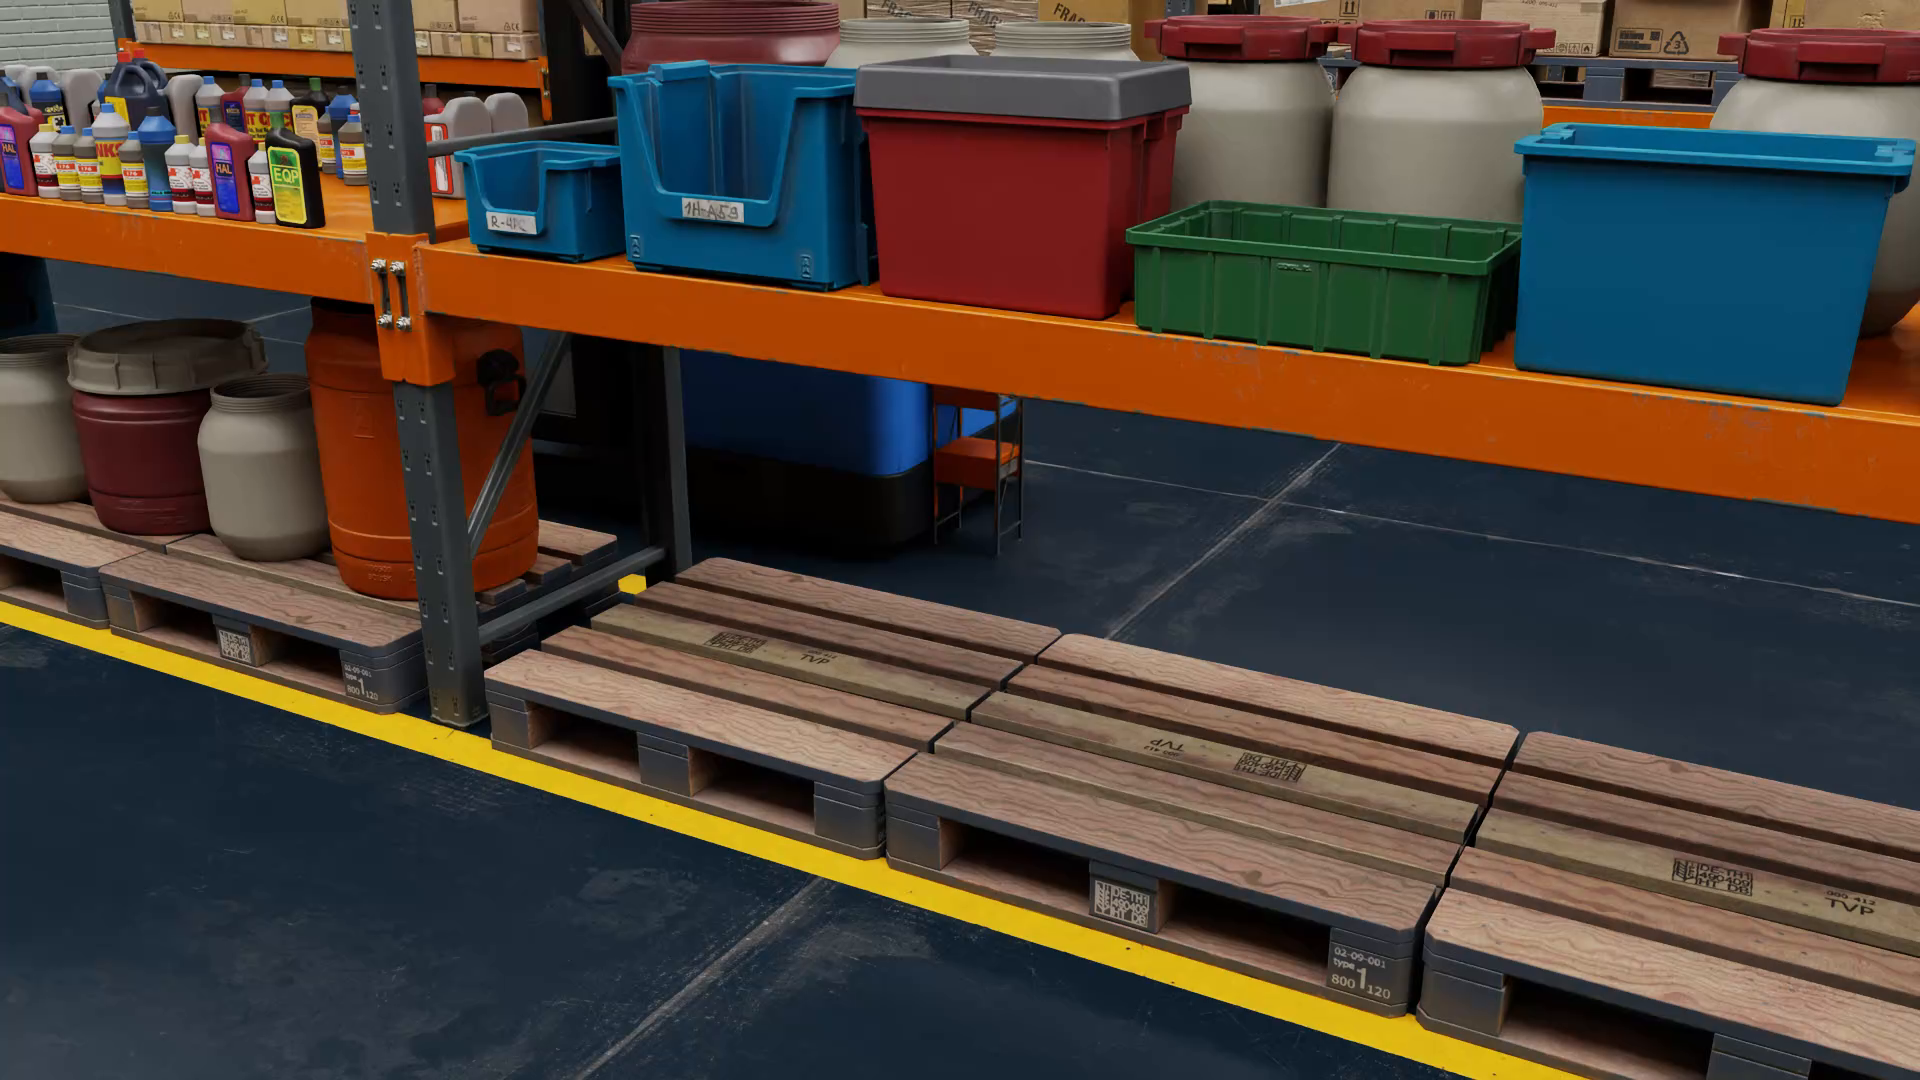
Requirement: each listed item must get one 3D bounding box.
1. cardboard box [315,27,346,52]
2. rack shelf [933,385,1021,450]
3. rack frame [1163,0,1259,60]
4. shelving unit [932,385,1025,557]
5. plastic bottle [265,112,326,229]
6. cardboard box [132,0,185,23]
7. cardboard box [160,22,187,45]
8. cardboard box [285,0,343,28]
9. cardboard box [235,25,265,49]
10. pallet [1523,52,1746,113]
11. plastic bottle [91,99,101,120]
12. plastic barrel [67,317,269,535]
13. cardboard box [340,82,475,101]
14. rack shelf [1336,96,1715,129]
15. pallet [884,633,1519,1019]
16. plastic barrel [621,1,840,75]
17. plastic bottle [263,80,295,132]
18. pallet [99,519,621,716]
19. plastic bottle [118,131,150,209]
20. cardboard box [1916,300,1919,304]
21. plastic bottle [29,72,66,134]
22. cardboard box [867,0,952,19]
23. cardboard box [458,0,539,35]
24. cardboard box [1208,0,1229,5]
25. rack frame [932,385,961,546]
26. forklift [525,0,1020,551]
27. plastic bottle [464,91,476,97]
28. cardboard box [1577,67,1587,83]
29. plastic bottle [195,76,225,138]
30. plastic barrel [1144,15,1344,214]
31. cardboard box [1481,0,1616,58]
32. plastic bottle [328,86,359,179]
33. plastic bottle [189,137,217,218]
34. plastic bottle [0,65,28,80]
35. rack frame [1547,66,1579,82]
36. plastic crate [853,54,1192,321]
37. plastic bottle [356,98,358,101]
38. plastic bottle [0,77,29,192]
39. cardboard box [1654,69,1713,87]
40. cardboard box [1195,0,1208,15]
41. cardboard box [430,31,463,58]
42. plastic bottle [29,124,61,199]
[{"bbox_3d":[-3.981,-3.287,10.897,0.250,0.149,0.380,11,23,28],"label":"cardboard box"},{"bbox_3d":[0.064,-0.474,5.664,0.240,0.259,0.215,10,22,26],"label":"rack shelf"},{"bbox_3d":[1.281,-2.531,8.443,0.127,3.000,1.000,11,23,27],"label":"rack frame"},{"bbox_3d":[0.064,-0.484,5.661,0.252,1.050,0.215,10,22,26],"label":"shelving unit"},{"bbox_3d":[-1.696,-0.942,4.233,0.133,0.283,0.061,11,23,27],"label":"plastic bottle"},{"bbox_3d":[-5.416,-3.770,11.643,0.500,0.250,0.500,10,22,26],"label":"cardboard box"},{"bbox_3d":[-5.330,-3.543,11.603,0.250,0.149,0.380,10,22,27],"label":"cardboard box"},{"bbox_3d":[-4.064,-3.516,10.942,0.500,0.250,0.500,10,22,26],"label":"cardboard box"},{"bbox_3d":[-4.657,-3.415,11.250,0.250,0.149,0.380,10,22,26],"label":"cardboard box"},{"bbox_3d":[3.029,-2.123,7.601,1.213,0.211,1.003,11,23,27],"label":"pallet"},{"bbox_3d":[-2.932,-1.442,5.733,0.097,0.201,0.097,0,20,0],"label":"plastic bottle"},{"bbox_3d":[-2.556,-0.384,5.445,0.708,0.588,0.600,11,23,27],"label":"plastic barrel"},{"bbox_3d":[-3.534,-2.678,11.348,0.875,0.875,0.875,11,23,27],"label":"cardboard box"},{"bbox_3d":[3.027,-1.860,7.648,4.000,0.370,1.077,11,23,27],"label":"rack shelf"},{"bbox_3d":[0.583,0.598,3.906,1.213,0.211,1.003,11,23,27],"label":"pallet"},{"bbox_3d":[-0.582,-1.133,4.390,0.708,0.536,0.600,11,23,27],"label":"plastic barrel"},{"bbox_3d":[-2.165,-1.329,5.318,0.097,0.271,0.097,0,20,0],"label":"plastic bottle"},{"bbox_3d":[-1.844,0.136,5.180,1.213,0.211,1.003,11,23,27],"label":"pallet"},{"bbox_3d":[-2.244,-1.015,4.555,0.097,0.201,0.097,0,20,0],"label":"plastic bottle"},{"bbox_3d":[4.247,-1.006,7.259,0.500,0.500,0.700,9,22,23],"label":"cardboard box"},{"bbox_3d":[-3.091,-1.446,5.641,0.097,0.271,0.097,0,20,0],"label":"plastic bottle"},{"bbox_3d":[-0.158,-2.756,8.917,0.500,0.500,0.500,10,22,26],"label":"cardboard box"},{"bbox_3d":[-2.725,-3.260,10.238,0.500,0.250,0.500,10,22,26],"label":"cardboard box"},{"bbox_3d":[2.016,-4.230,12.879,0.250,0.149,0.380,12,23,29],"label":"cardboard box"},{"bbox_3d":[-0.045,-0.504,5.714,0.008,1.050,0.200,10,22,26],"label":"rack frame"},{"bbox_3d":[-1.321,-1.679,6.194,3.031,2.935,1.130,10,22,26],"label":"forklift"},{"bbox_3d":[-1.443,-1.191,4.939,0.097,0.271,0.097,0,20,0],"label":"plastic bottle"},{"bbox_3d":[8.057,-5.988,21.023,0.500,0.500,0.500,12,23,29],"label":"cardboard box"},{"bbox_3d":[-2.451,-1.383,5.468,0.097,0.271,0.097,0,20,0],"label":"plastic bottle"},{"bbox_3d":[0.611,-0.873,3.674,0.433,0.535,0.433,0,20,0],"label":"plastic barrel"},{"bbox_3d":[2.632,-2.310,7.439,0.500,0.250,0.500,10,22,26],"label":"cardboard box"},{"bbox_3d":[-1.877,-1.250,5.101,0.097,0.271,0.097,0,20,0],"label":"plastic bottle"},{"bbox_3d":[-1.989,-0.966,4.421,0.097,0.201,0.097,0,20,0],"label":"plastic bottle"},{"bbox_3d":[-3.366,-1.549,5.919,0.135,0.276,0.152,11,23,27],"label":"plastic bottle"},{"bbox_3d":[6.114,-5.481,16.576,0.127,3.000,1.000,11,23,27],"label":"rack frame"},{"bbox_3d":[0.127,-0.726,3.375,0.583,0.464,0.402,11,23,27],"label":"plastic crate"},{"bbox_3d":[-1.854,-1.282,5.172,0.133,0.283,0.061,11,23,27],"label":"plastic bottle"},{"bbox_3d":[-2.813,-1.202,4.853,0.185,0.351,0.144,11,23,27],"label":"plastic bottle"},{"bbox_3d":[9.069,-5.932,20.687,0.625,0.625,0.875,12,23,29],"label":"cardboard box"},{"bbox_3d":[0.989,-2.739,8.872,0.500,0.500,0.500,12,23,29],"label":"cardboard box"},{"bbox_3d":[-3.086,-3.116,10.426,0.250,0.149,0.380,10,22,26],"label":"cardboard box"},{"bbox_3d":[-2.584,-1.079,4.733,0.097,0.201,0.097,0,20,0],"label":"plastic bottle"}]
